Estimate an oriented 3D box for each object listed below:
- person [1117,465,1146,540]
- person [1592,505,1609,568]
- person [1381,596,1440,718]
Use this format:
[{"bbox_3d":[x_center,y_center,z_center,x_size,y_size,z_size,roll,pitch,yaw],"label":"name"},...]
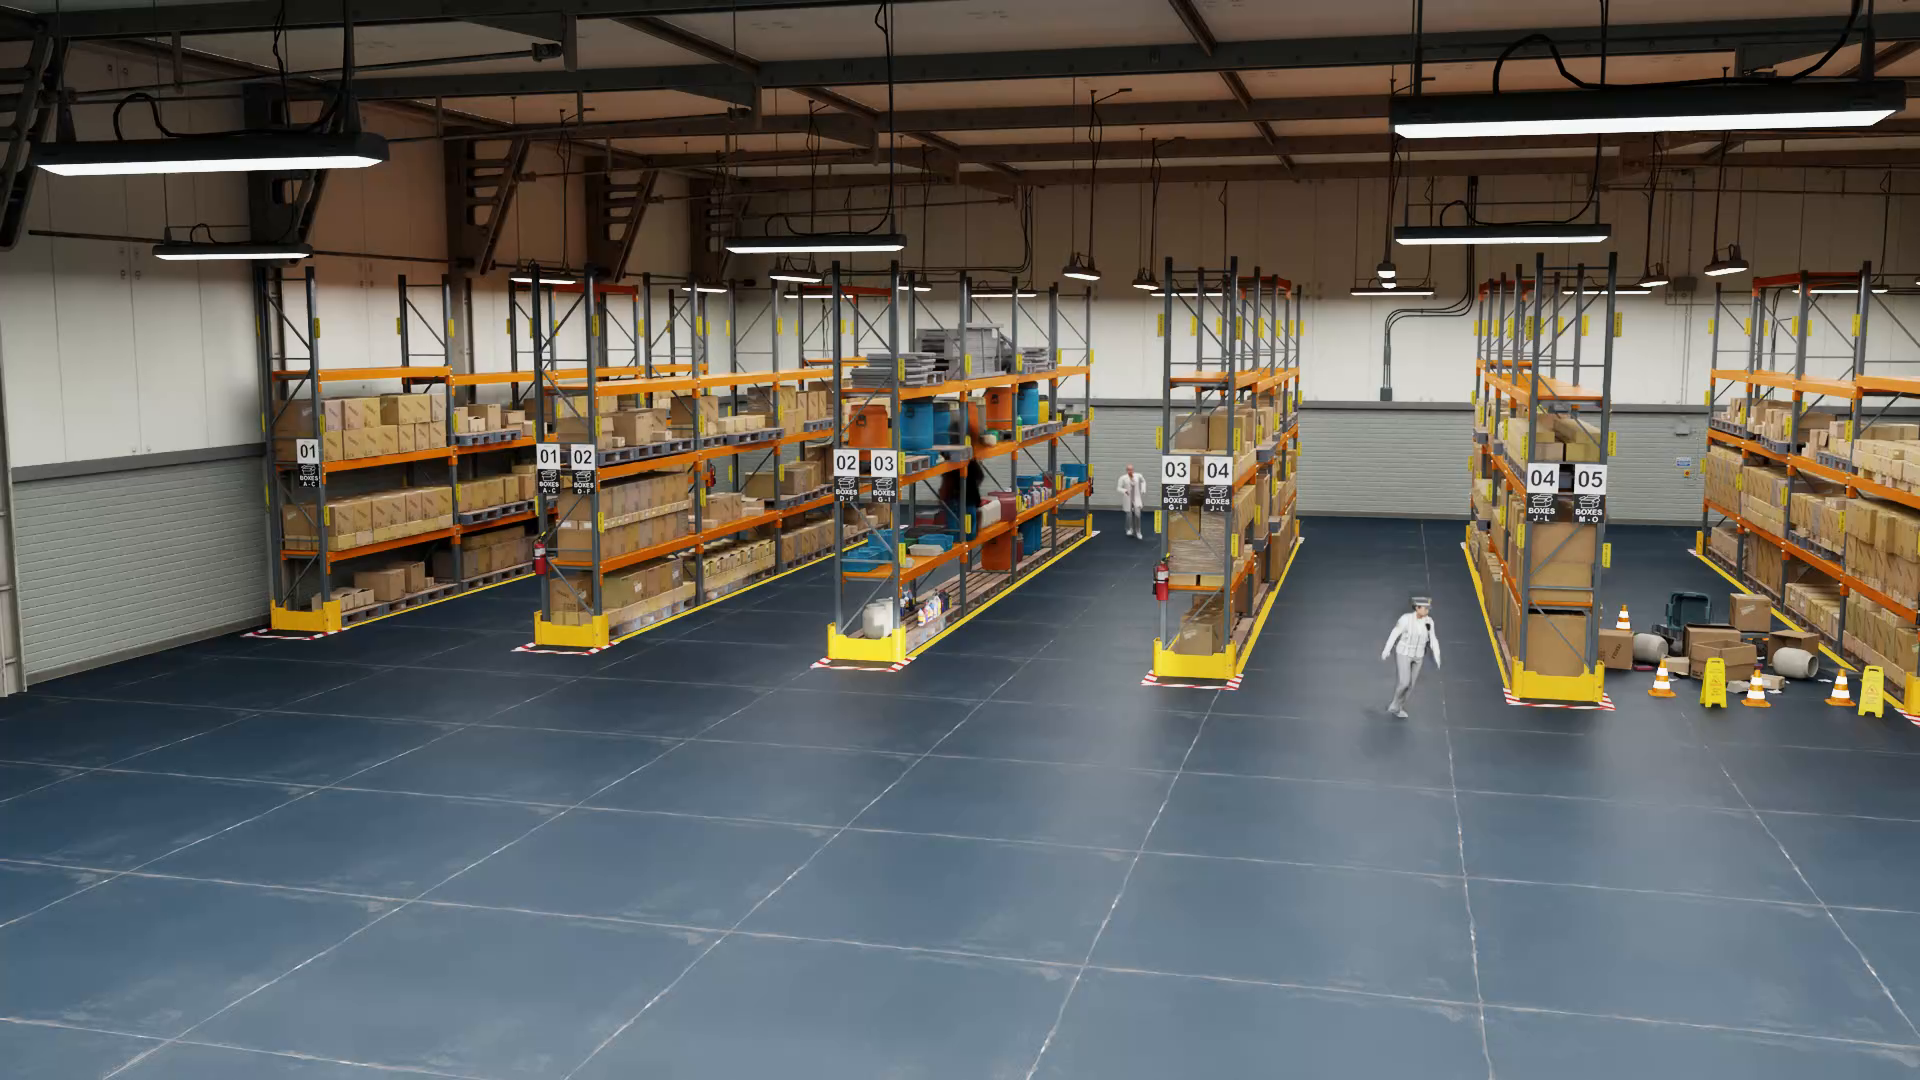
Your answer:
[{"bbox_3d":[4.109,-0.917,39.870,0.715,1.807,0.915,0,7,-2],"label":"person"},{"bbox_3d":[13.255,-0.259,34.870,0.663,1.707,0.554,2,7,13],"label":"person"},{"bbox_3d":[5.805,1.505,21.322,0.604,1.618,0.617,-2,7,-14],"label":"person"}]
